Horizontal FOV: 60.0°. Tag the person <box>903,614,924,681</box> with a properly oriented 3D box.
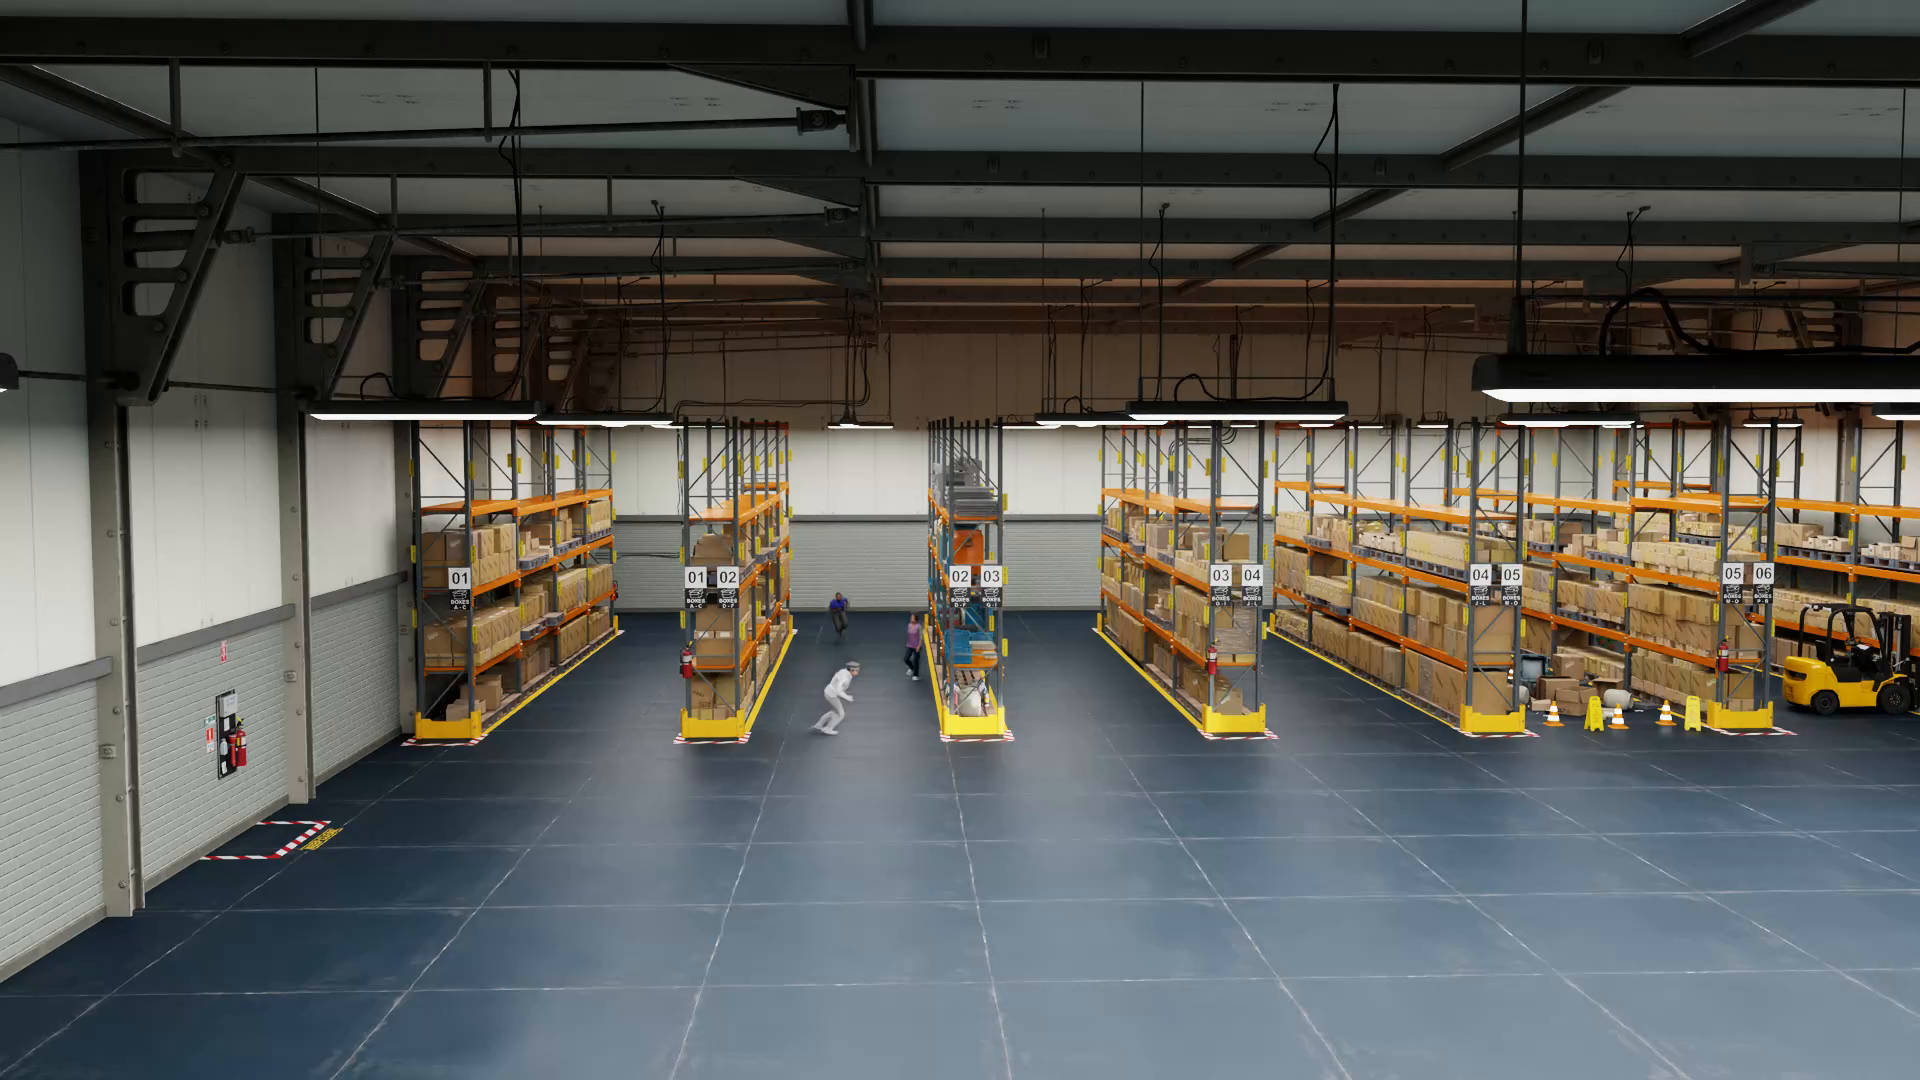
[{"bbox_3d":[-1.042,2.459,38.090,0.530,1.558,0.531,2,4,24],"label":"person"}]

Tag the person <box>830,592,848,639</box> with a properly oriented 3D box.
[{"bbox_3d":[-3.229,2.015,44.529,0.587,1.313,0.964,-1,4,-18],"label":"person"}]

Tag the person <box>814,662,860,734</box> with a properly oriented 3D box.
[{"bbox_3d":[-2.320,2.987,31.361,0.895,1.402,0.623,0,4,-2],"label":"person"}]

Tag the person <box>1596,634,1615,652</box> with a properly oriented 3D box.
[{"bbox_3d":[16.287,2.128,41.653,0.685,1.812,0.620,-1,4,-13],"label":"person"}]
